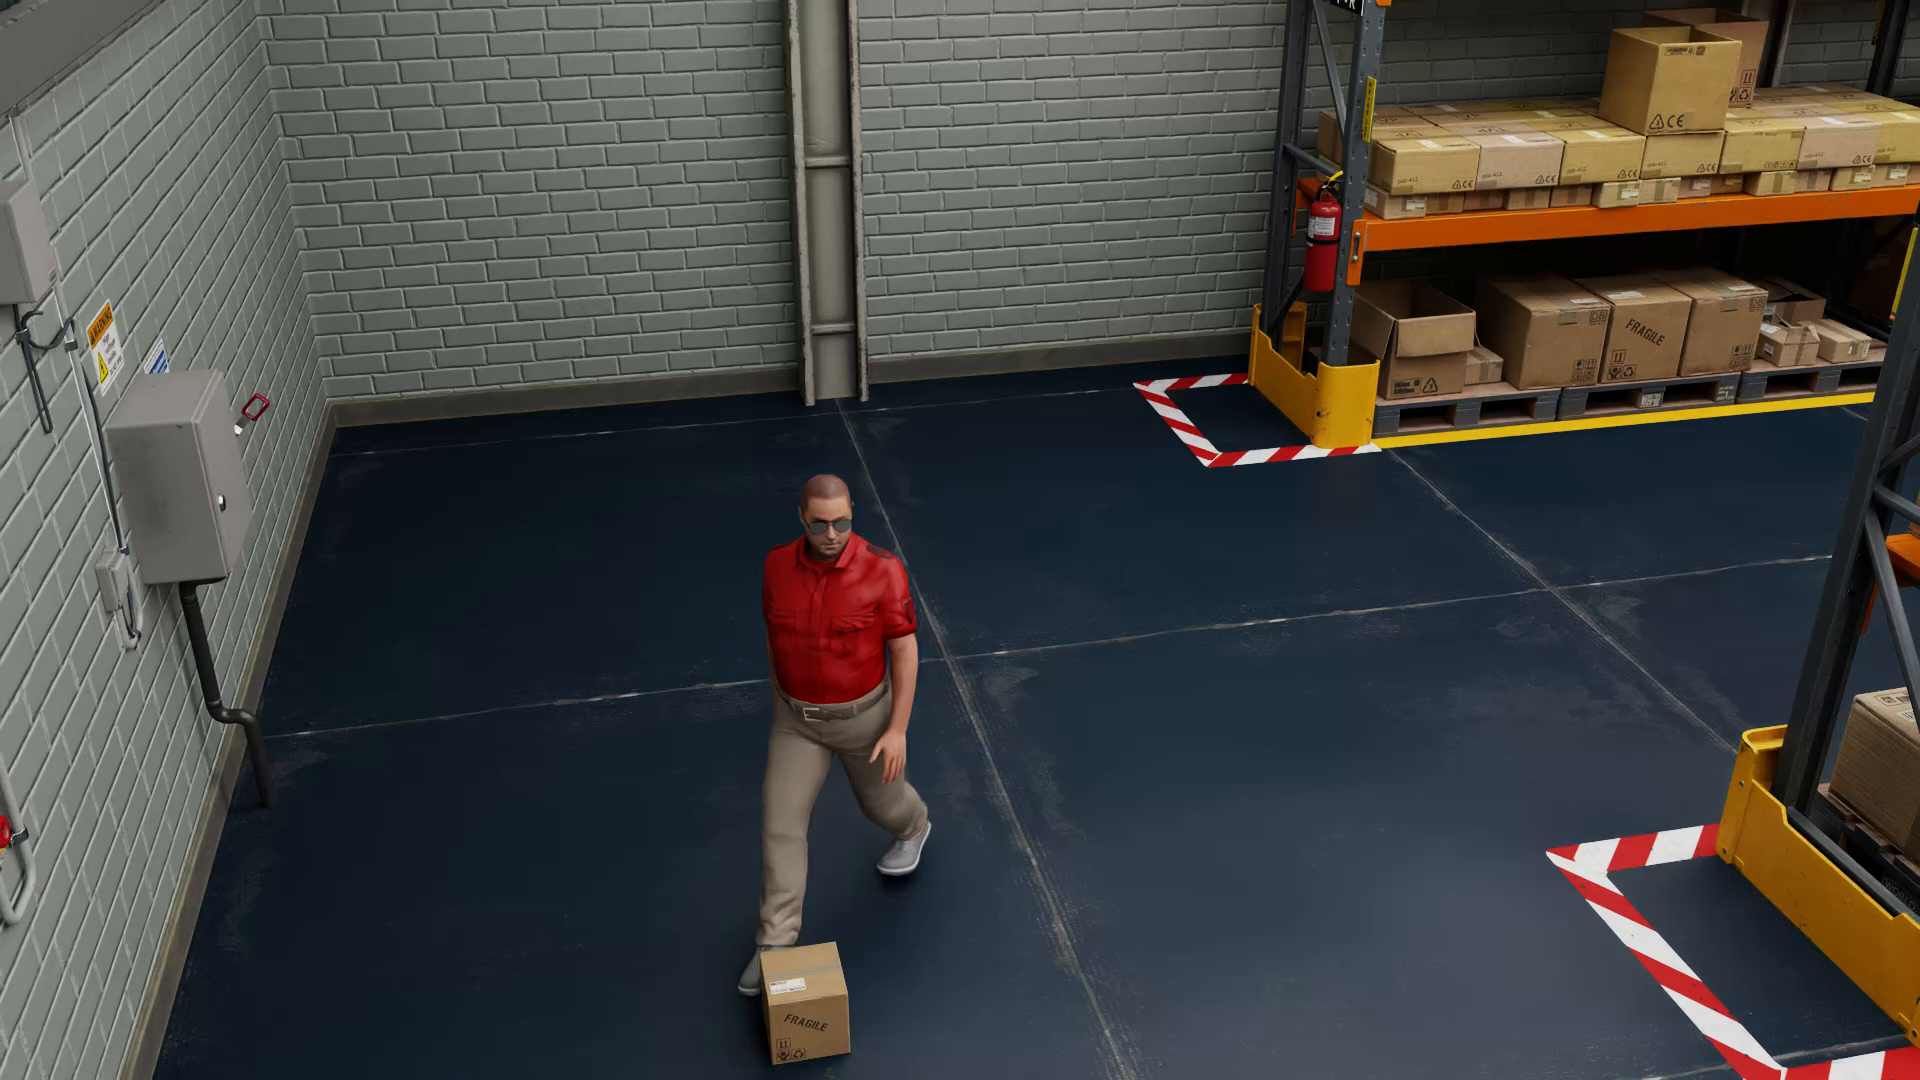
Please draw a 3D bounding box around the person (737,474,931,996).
[{"bbox_3d":[-0.430,0.647,5.496,0.562,1.567,1.048,6,27,12],"label":"person"}]
